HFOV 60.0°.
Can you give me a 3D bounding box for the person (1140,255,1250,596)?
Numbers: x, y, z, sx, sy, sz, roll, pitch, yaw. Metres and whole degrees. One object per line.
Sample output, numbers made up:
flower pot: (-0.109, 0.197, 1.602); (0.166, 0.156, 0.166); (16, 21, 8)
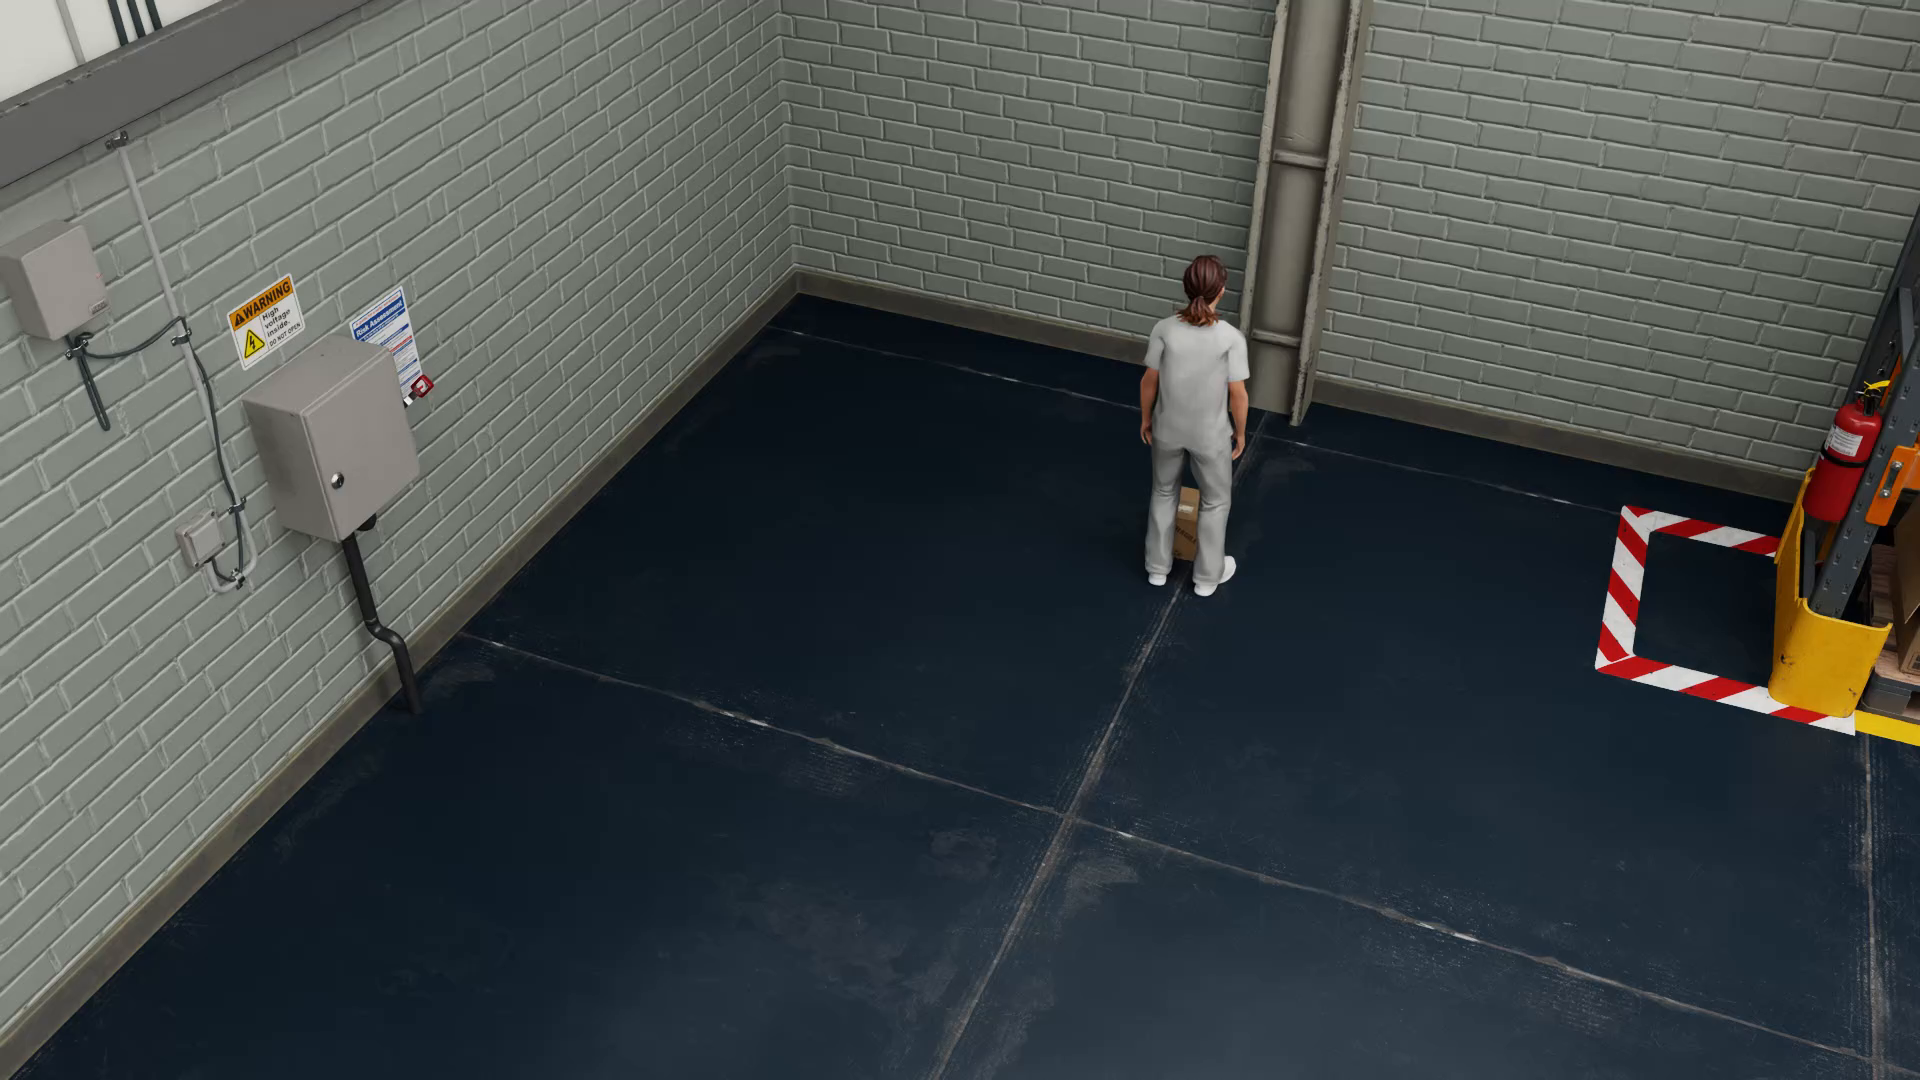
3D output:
person: (1.047, -0.487, 7.463); (0.499, 1.657, 0.364); (12, 39, 16)
